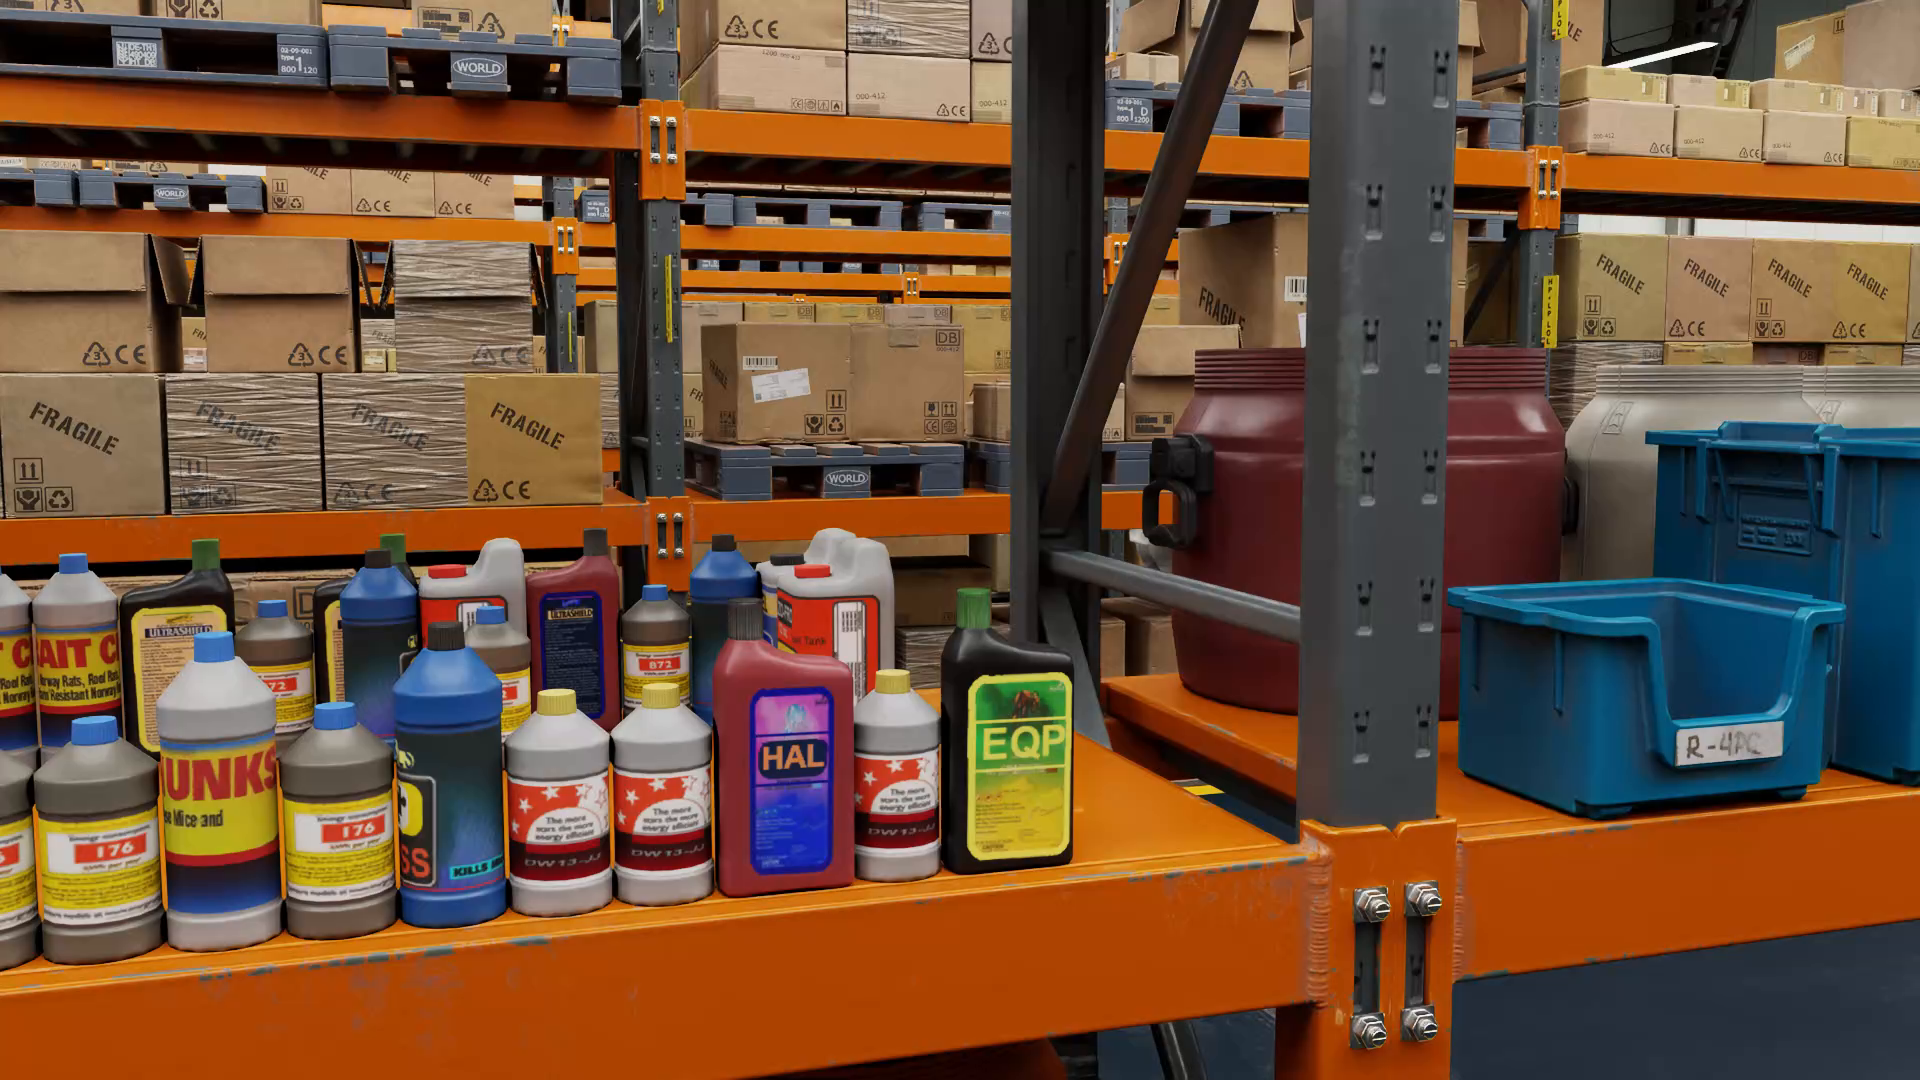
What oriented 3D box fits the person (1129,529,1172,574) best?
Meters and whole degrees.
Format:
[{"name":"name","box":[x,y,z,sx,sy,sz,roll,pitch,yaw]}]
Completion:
[{"name":"person","box":[1.197,-0.012,9.413,0.446,1.746,0.589,-2,6,-21]}]
